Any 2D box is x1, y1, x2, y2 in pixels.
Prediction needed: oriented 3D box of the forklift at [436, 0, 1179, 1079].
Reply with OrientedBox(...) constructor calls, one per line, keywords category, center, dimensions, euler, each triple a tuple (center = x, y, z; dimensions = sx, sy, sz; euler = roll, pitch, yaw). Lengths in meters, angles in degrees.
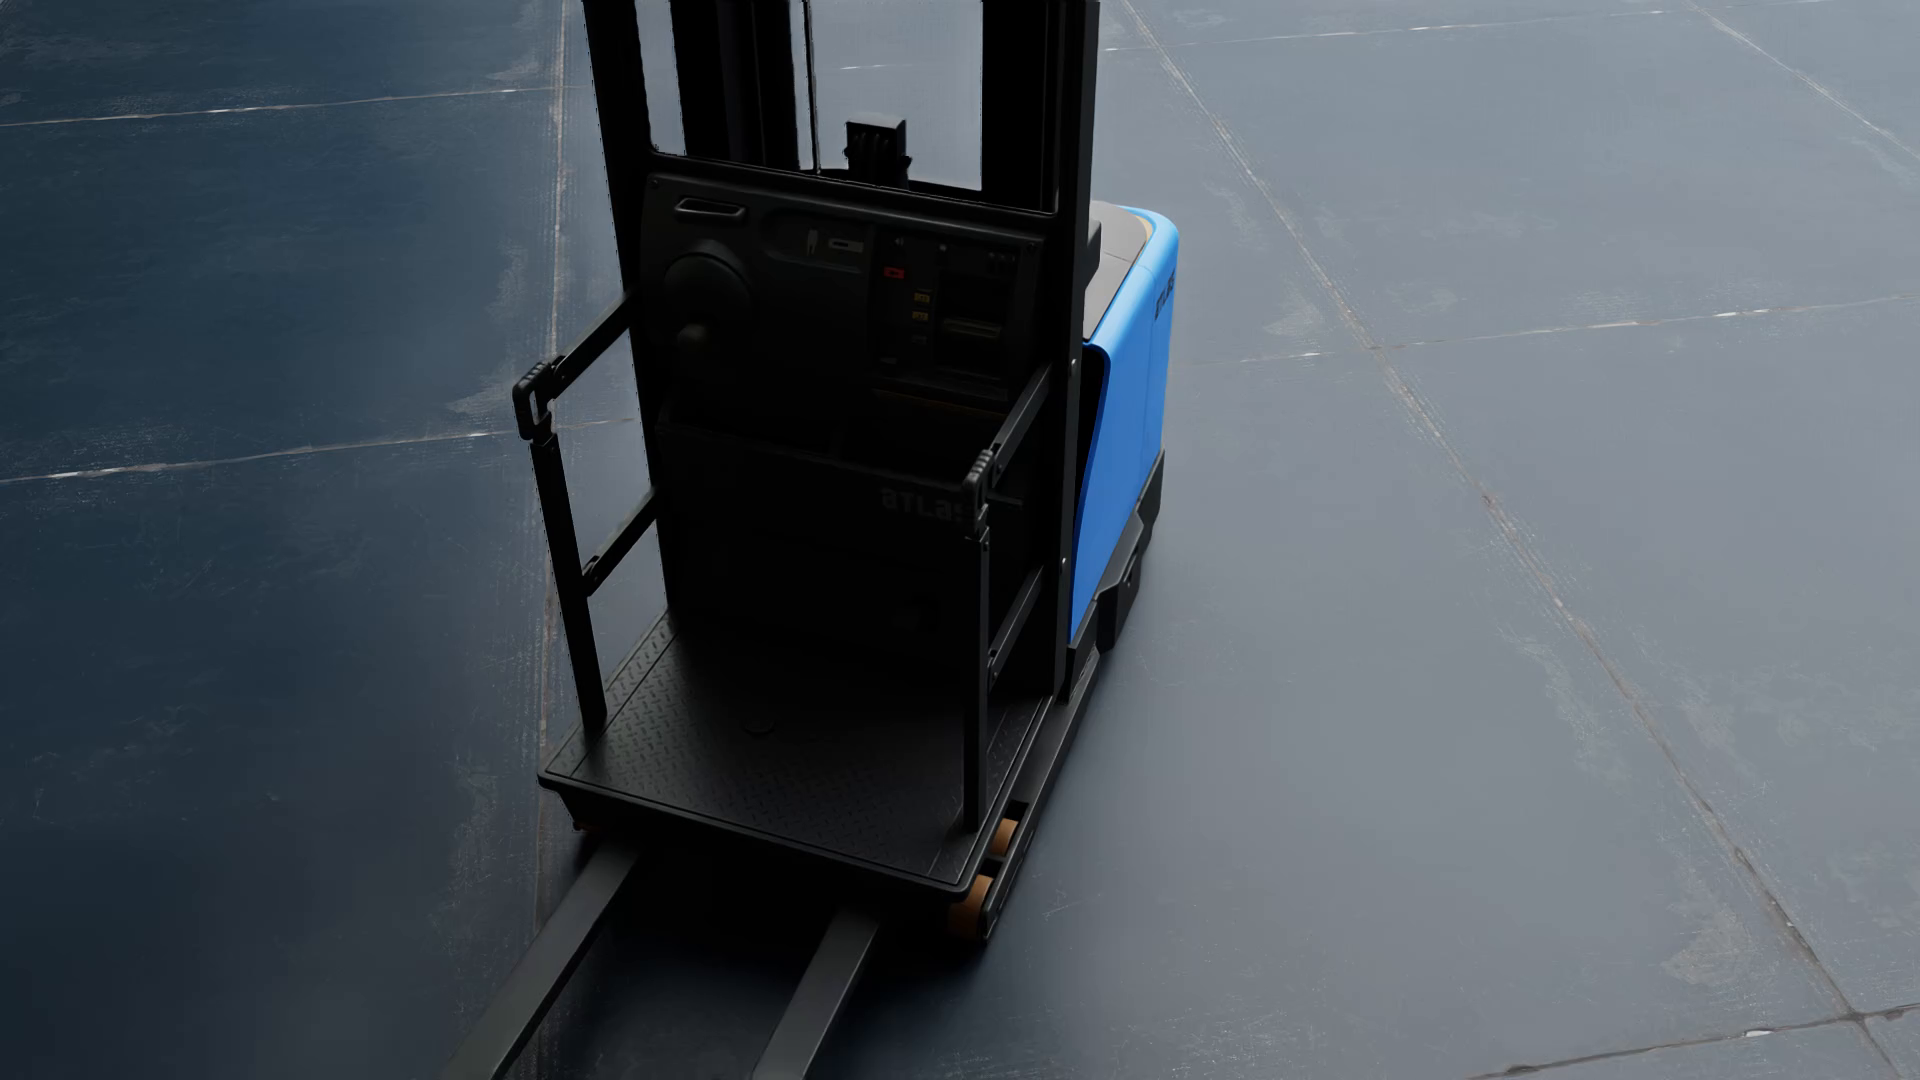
OrientedBox(category="forklift", center=(-0.343, -0.480, 3.479), dimensions=(1.130, 2.935, 3.031), euler=(12, 40, 15))
